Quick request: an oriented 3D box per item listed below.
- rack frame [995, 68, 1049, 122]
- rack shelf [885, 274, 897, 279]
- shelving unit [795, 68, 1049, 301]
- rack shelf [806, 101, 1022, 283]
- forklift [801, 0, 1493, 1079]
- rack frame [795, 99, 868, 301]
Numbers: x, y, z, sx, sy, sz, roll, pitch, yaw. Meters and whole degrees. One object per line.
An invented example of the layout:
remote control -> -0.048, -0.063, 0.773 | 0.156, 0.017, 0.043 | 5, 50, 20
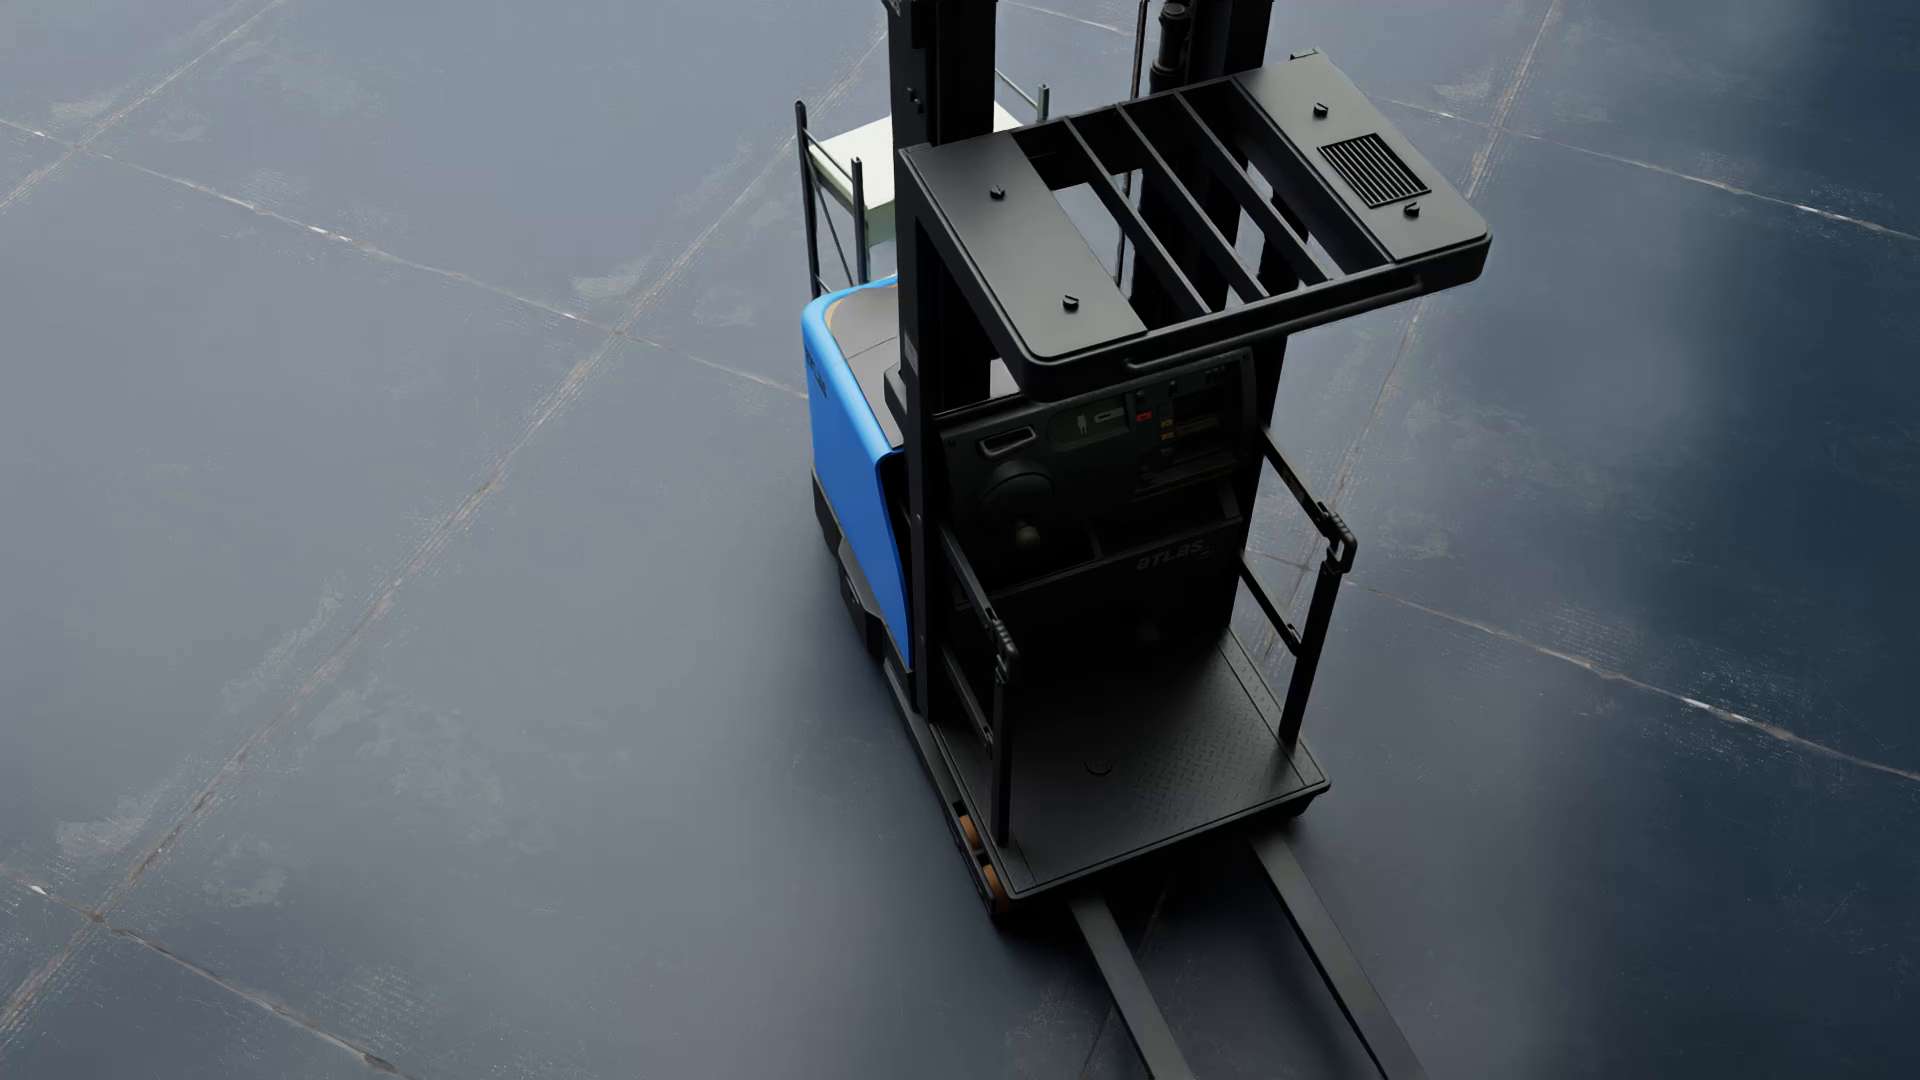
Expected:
rack frame -> 0.182, -1.153, 6.246 | 0.023, 1.500, 0.400 | -26, 55, -21
rack shelf -> -0.125, -0.789, 6.365 | 0.720, 0.370, 0.431 | -26, 55, -21
shelving unit -> -0.125, -1.001, 6.117 | 0.755, 1.500, 0.431 | -26, 55, -21
rack shelf -> -0.125, -1.253, 5.819 | 0.720, 0.370, 0.431 | -26, 55, -21
forklift -> 0.477, -0.148, 4.451 | 1.130, 2.935, 3.031 | -17, 52, -14
rack frame -> -0.431, -0.848, 5.987 | 0.023, 1.500, 0.400 | -26, 55, -21
